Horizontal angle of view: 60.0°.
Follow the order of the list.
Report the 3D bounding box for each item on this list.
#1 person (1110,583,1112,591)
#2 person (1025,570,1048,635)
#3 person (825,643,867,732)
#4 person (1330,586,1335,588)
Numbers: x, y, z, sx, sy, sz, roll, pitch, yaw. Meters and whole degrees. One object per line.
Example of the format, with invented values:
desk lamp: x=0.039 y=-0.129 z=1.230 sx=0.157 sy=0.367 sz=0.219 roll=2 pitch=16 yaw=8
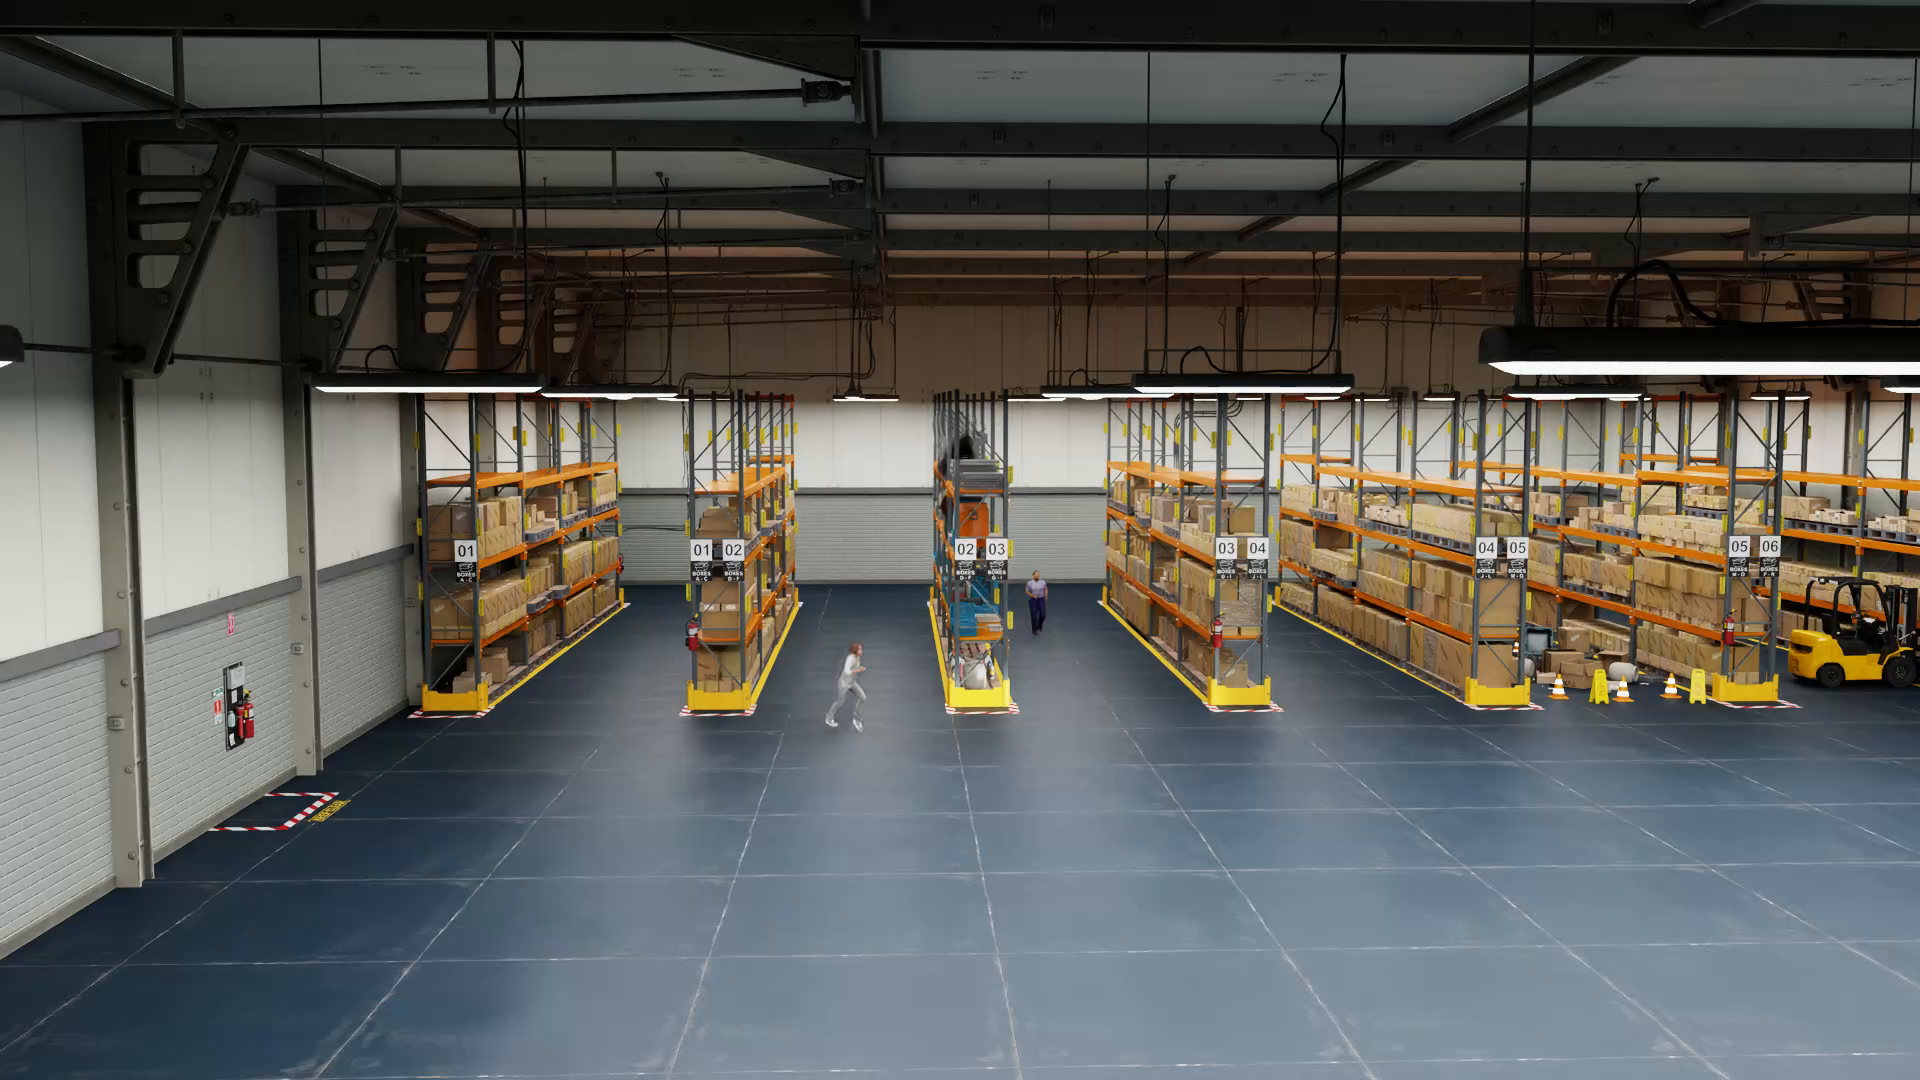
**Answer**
person: x=4.774 y=0.844 z=48.833 sx=0.983 sy=1.813 sz=0.673 roll=3 pitch=5 yaw=30
person: x=1.930 y=1.562 z=41.320 sx=0.600 sy=1.596 sz=0.530 roll=-1 pitch=5 yaw=-9
person: x=-1.989 y=2.568 z=29.085 sx=0.865 sy=1.580 sz=0.527 roll=3 pitch=5 yaw=29
person: x=10.907 y=0.914 z=48.185 sx=0.757 sy=1.765 sz=0.916 roll=-3 pitch=5 yaw=-31
